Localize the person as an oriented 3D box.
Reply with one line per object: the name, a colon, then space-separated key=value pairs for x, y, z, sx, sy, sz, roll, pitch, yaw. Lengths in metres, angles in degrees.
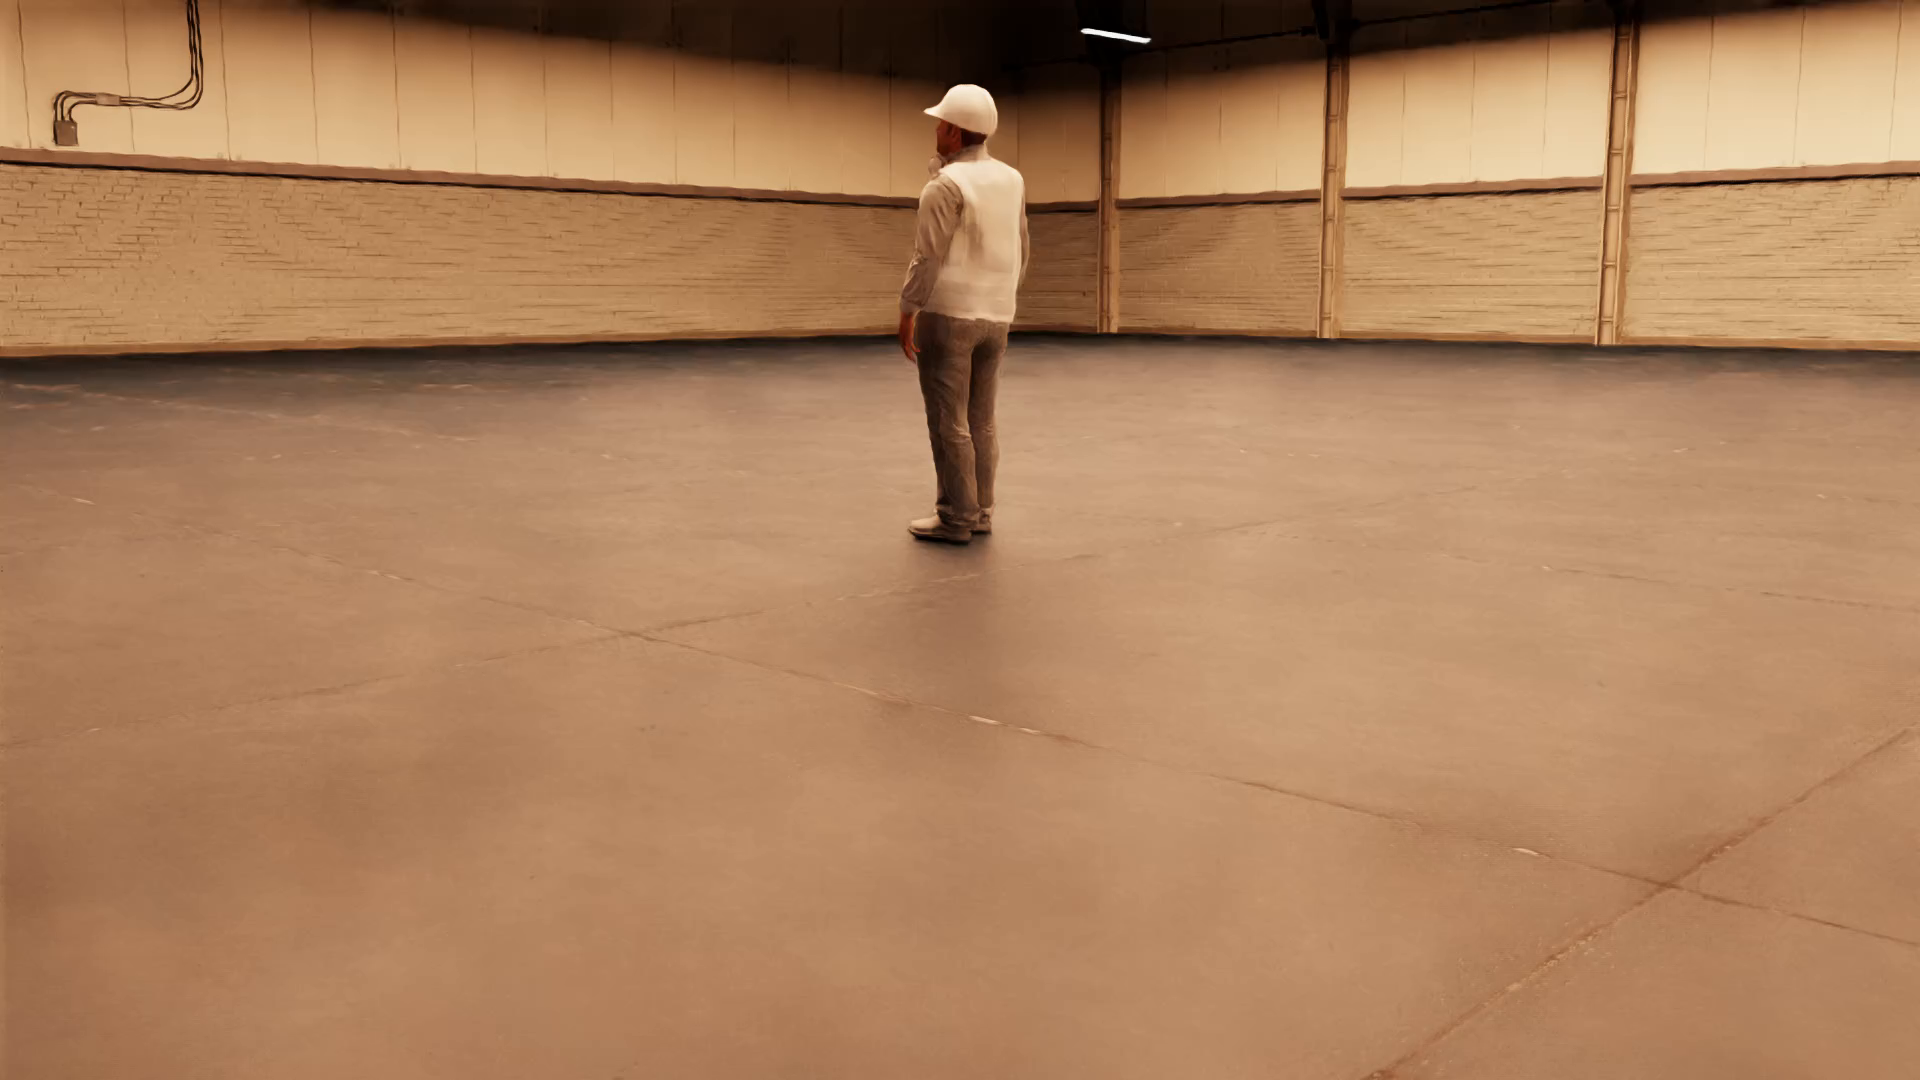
person: x=-0.039 y=-0.892 z=6.633 sx=0.567 sy=1.773 sz=0.632 roll=8 pitch=12 yaw=43
